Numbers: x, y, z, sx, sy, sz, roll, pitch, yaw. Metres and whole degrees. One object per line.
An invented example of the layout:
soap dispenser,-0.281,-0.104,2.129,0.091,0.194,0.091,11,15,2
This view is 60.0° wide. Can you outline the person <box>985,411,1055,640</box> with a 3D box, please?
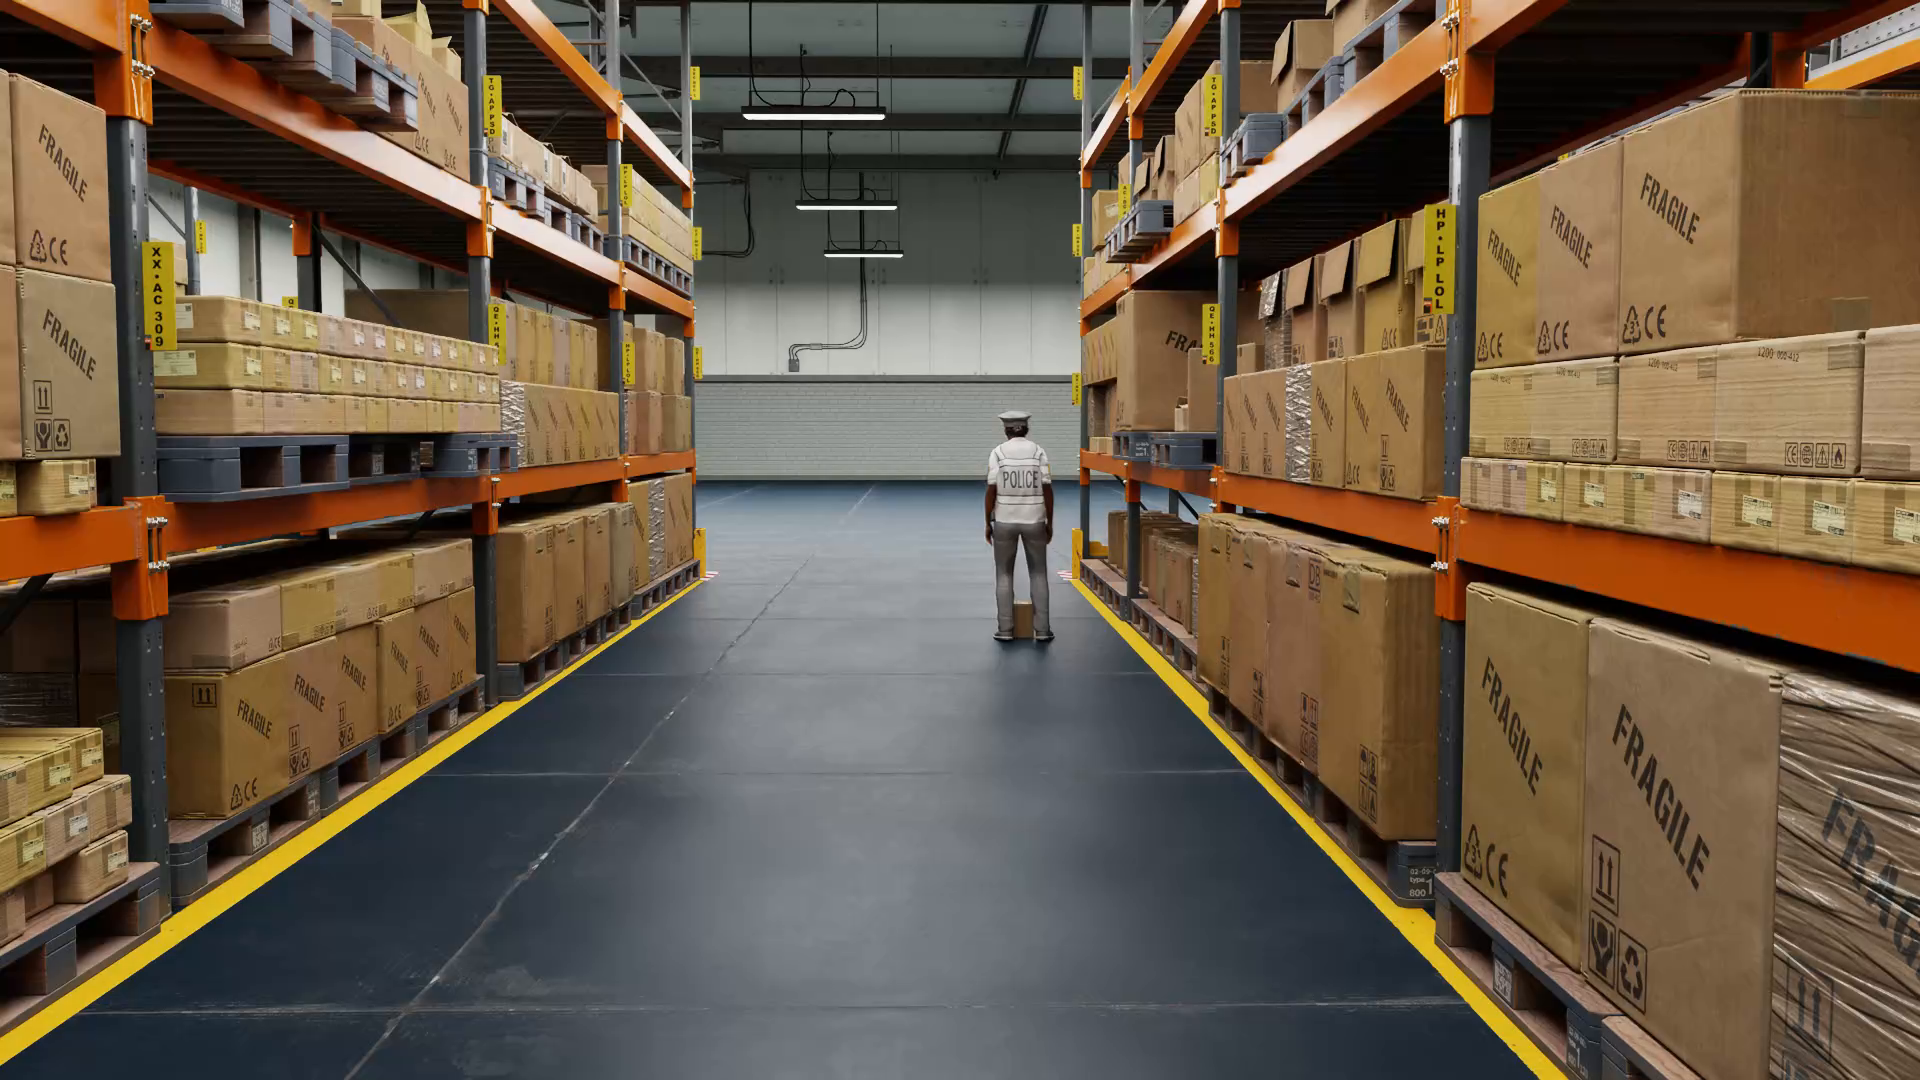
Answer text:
person,0.436,-0.104,12.059,0.515,1.657,0.329,0,4,-2
